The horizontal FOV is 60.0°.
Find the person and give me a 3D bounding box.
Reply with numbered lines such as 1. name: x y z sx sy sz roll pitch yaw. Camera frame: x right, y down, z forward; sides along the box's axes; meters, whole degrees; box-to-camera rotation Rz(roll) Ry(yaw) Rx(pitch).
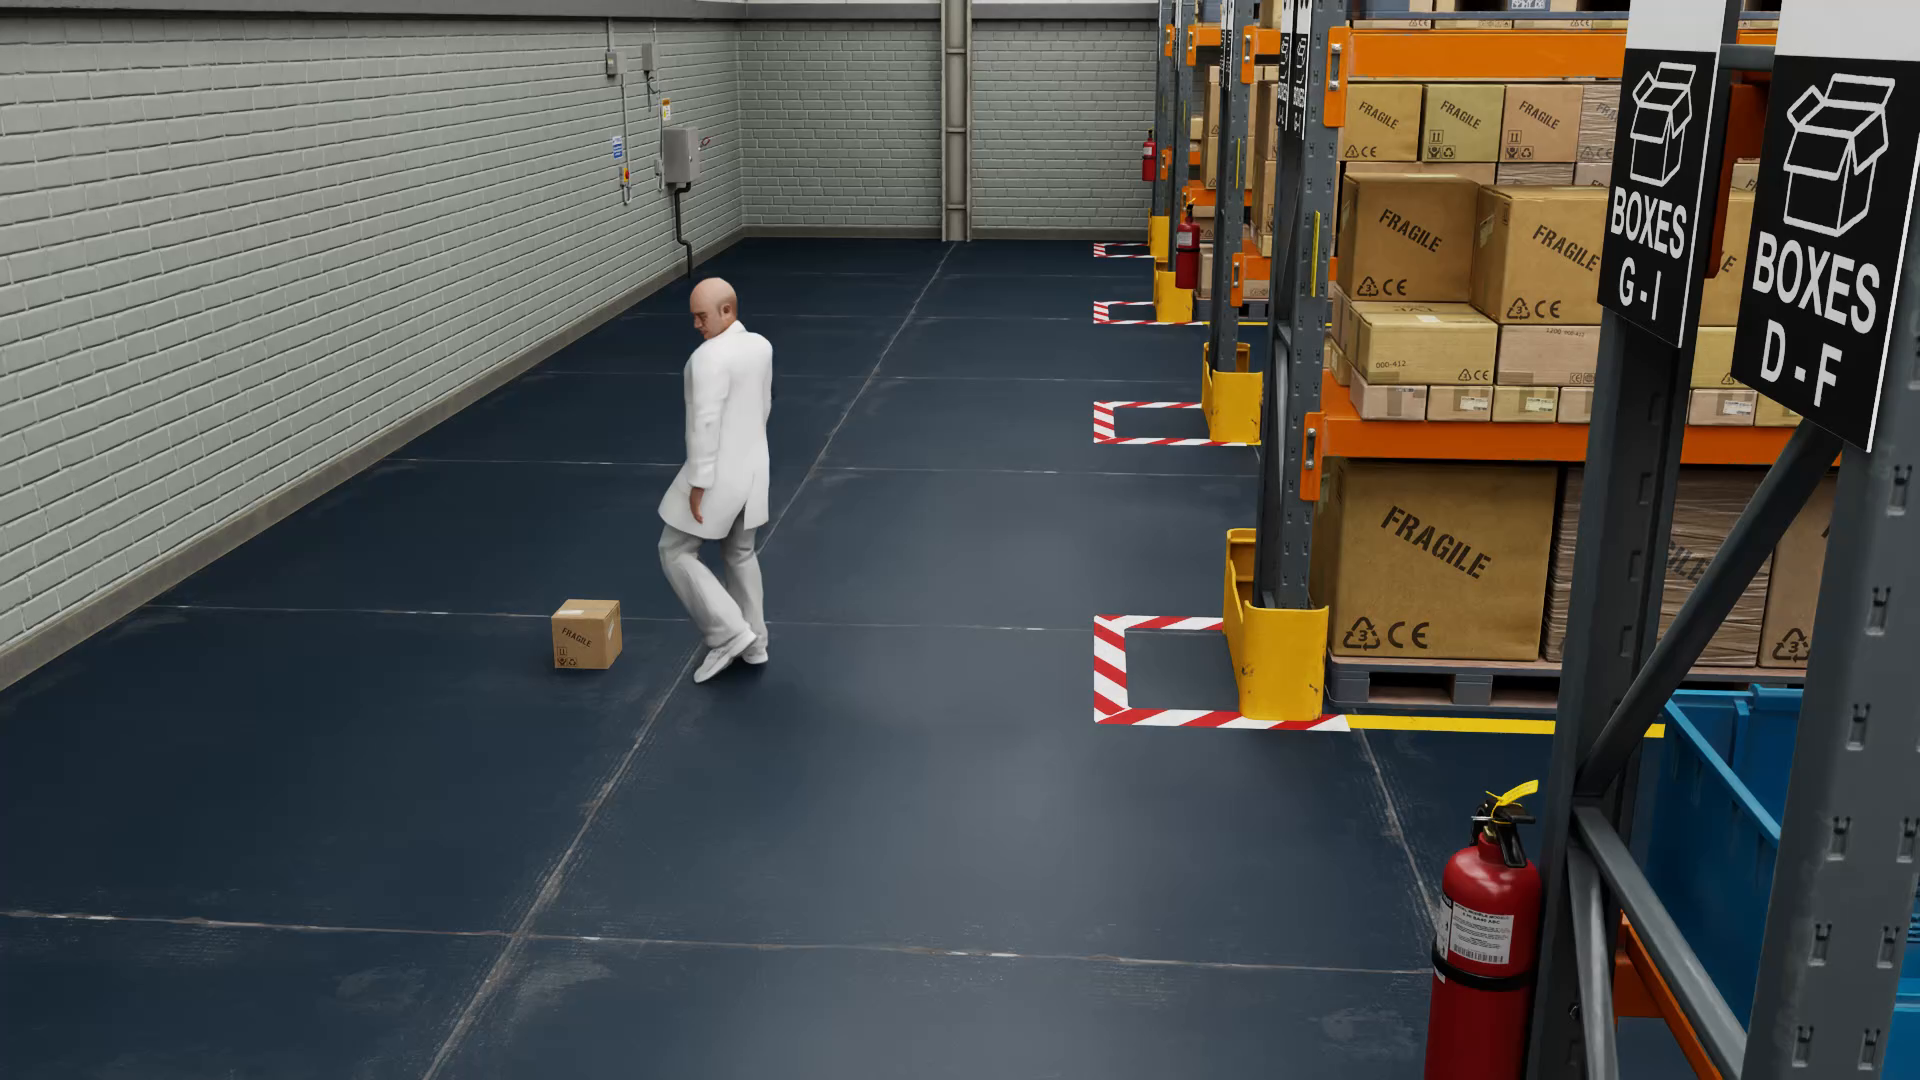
1. person: -1.038 -0.272 7.392 0.499 1.793 0.657 11 20 32
